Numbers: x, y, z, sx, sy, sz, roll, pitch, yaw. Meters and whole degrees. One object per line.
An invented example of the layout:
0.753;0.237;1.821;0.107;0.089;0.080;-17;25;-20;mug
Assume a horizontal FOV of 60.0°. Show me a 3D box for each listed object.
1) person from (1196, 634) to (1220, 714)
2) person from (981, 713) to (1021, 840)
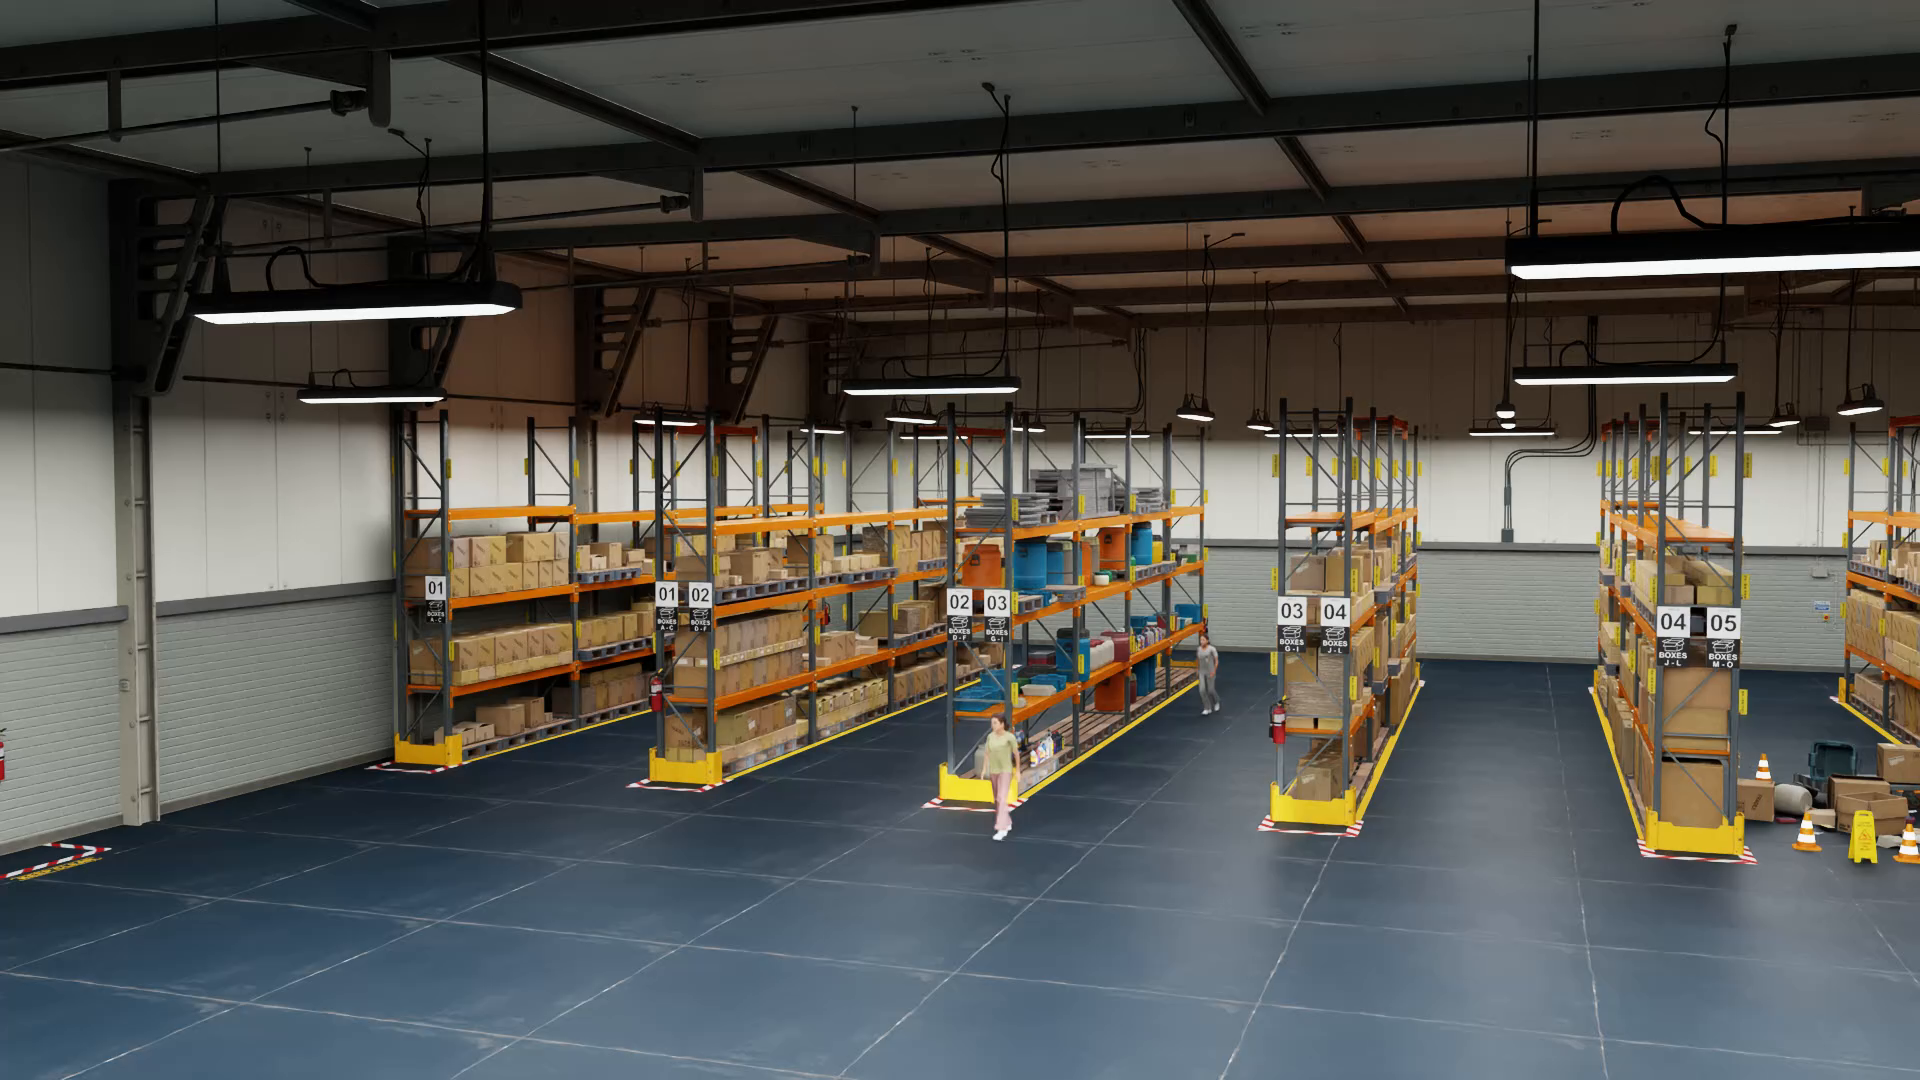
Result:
5.101;2.725;34.050;0.501;1.652;0.608;2;3;32;person
0.496;3.198;22.612;0.520;1.666;0.769;2;3;35;person
